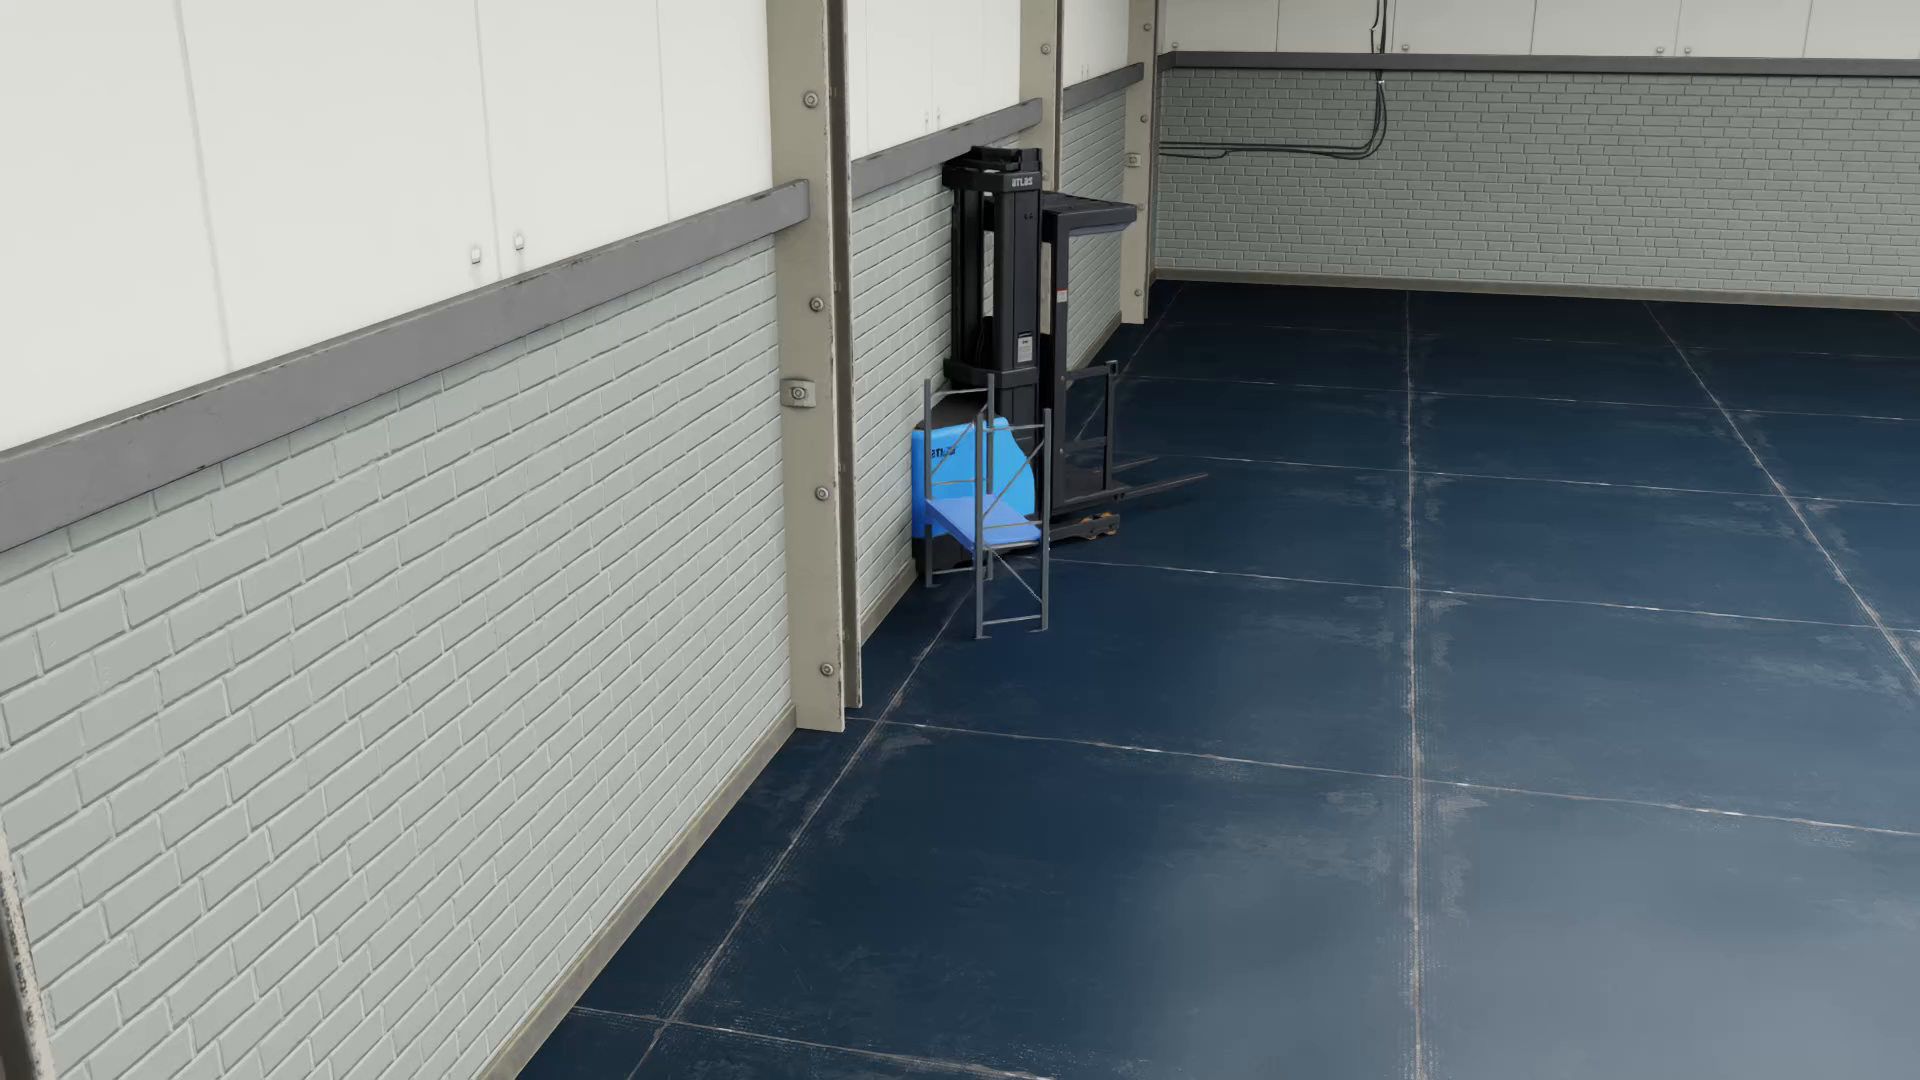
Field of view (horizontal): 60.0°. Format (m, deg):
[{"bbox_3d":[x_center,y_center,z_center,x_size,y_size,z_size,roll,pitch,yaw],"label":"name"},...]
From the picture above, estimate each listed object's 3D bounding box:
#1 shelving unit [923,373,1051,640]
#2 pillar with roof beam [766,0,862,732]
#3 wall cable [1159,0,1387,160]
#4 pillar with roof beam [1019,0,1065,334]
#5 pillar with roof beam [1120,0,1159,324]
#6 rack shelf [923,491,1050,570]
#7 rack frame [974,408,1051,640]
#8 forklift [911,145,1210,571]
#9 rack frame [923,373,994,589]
[{"bbox_3d":[0.164,-0.246,11.087,0.538,1.500,1.048,-7,20,-19],"label":"shelving unit"},{"bbox_3d":[3.399,-2.896,7.245,9.100,9.000,0.400,5,19,13],"label":"pillar with roof beam"},{"bbox_3d":[4.159,-6.347,22.151,3.097,2.526,0.112,5,19,13],"label":"wall cable"},{"bbox_3d":[4.865,-4.777,12.751,9.100,9.000,0.400,5,19,13],"label":"pillar with roof beam"},{"bbox_3d":[6.331,-6.657,18.256,9.100,9.000,0.400,5,19,13],"label":"pillar with roof beam"},{"bbox_3d":[0.164,-0.076,11.145,0.538,0.185,1.000,-7,20,-19],"label":"rack shelf"},{"bbox_3d":[0.335,-0.091,10.634,0.500,1.500,0.032,-7,20,-19],"label":"rack frame"},{"bbox_3d":[0.619,-1.512,12.579,3.031,2.935,1.130,-13,23,-34],"label":"forklift"},{"bbox_3d":[-0.007,-0.401,11.540,0.500,1.500,0.032,-7,20,-19],"label":"rack frame"}]
